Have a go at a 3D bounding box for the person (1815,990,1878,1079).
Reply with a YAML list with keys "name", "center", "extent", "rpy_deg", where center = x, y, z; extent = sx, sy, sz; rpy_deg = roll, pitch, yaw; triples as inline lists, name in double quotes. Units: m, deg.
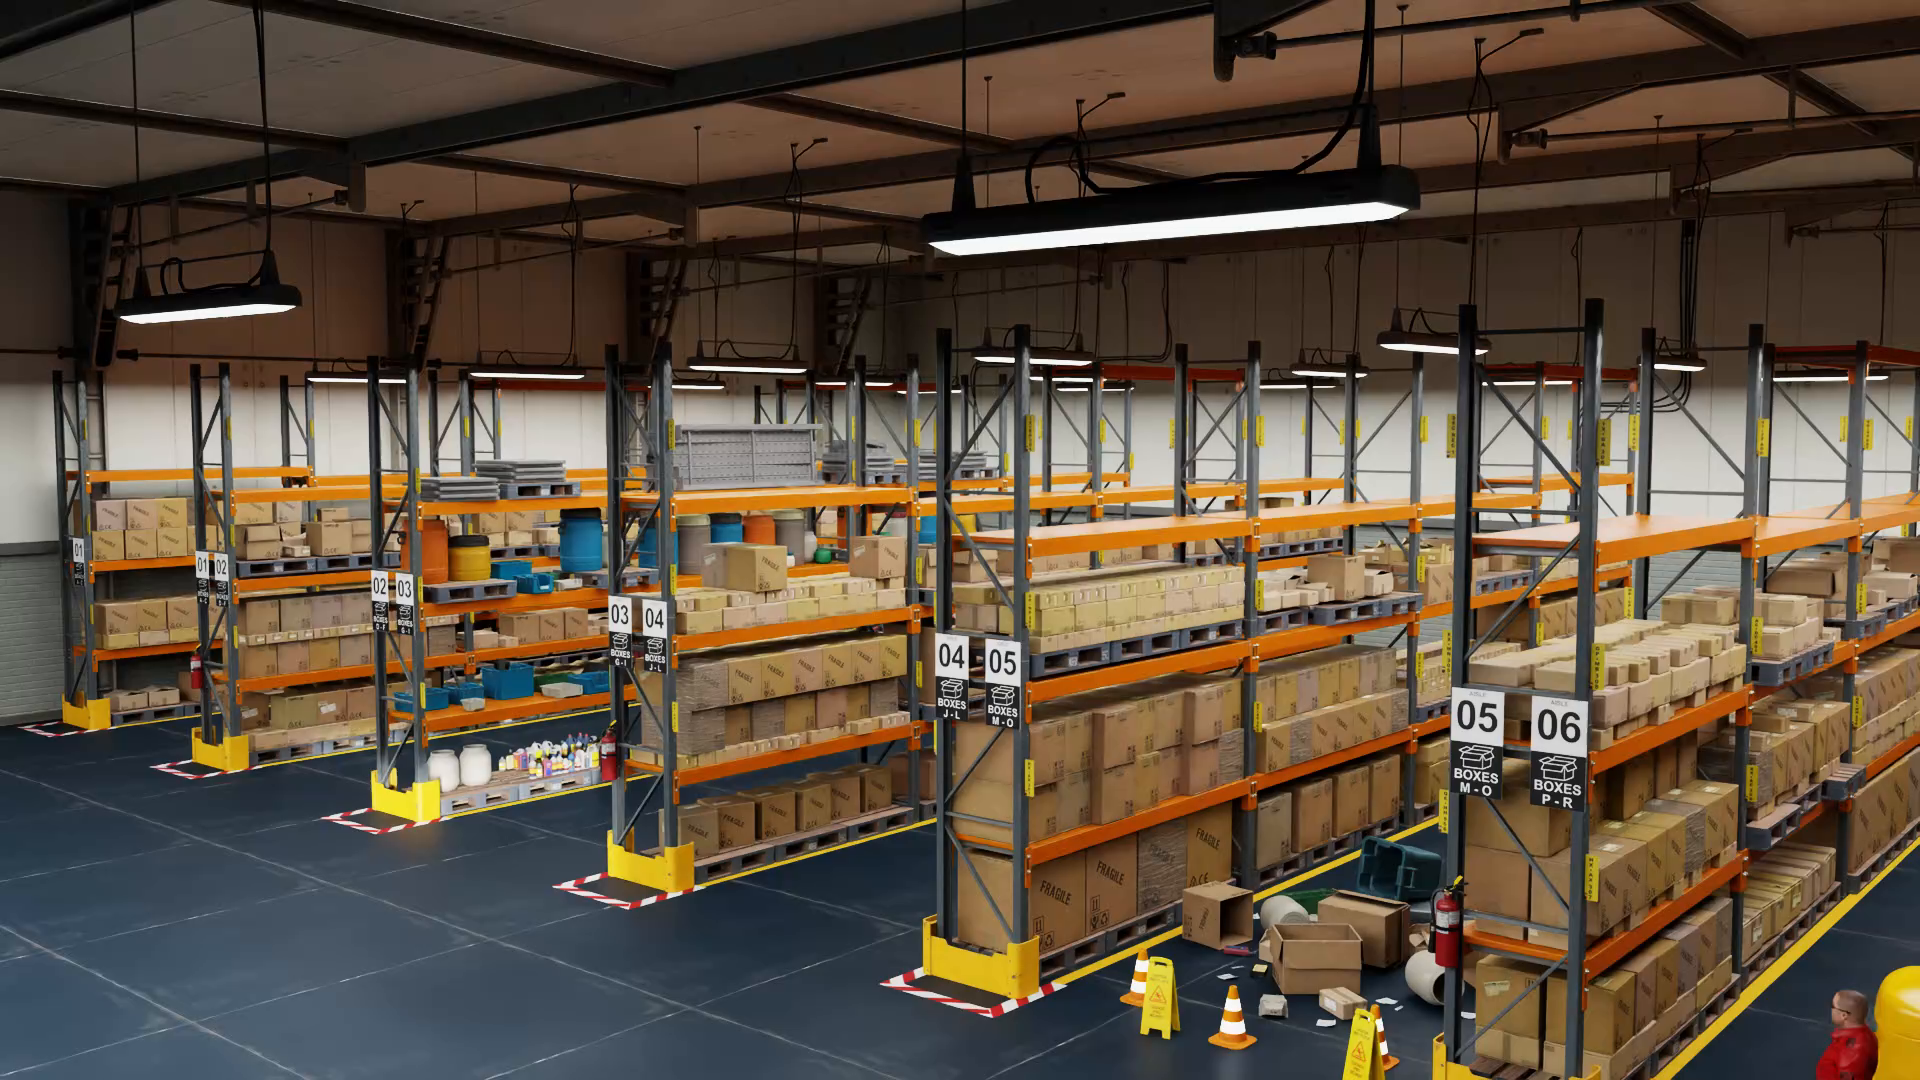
- name: "person"
  center: [5.434, 3.568, 10.054]
  extent: [0.673, 1.707, 0.529]
  rpy_deg: [2, 5, 29]
